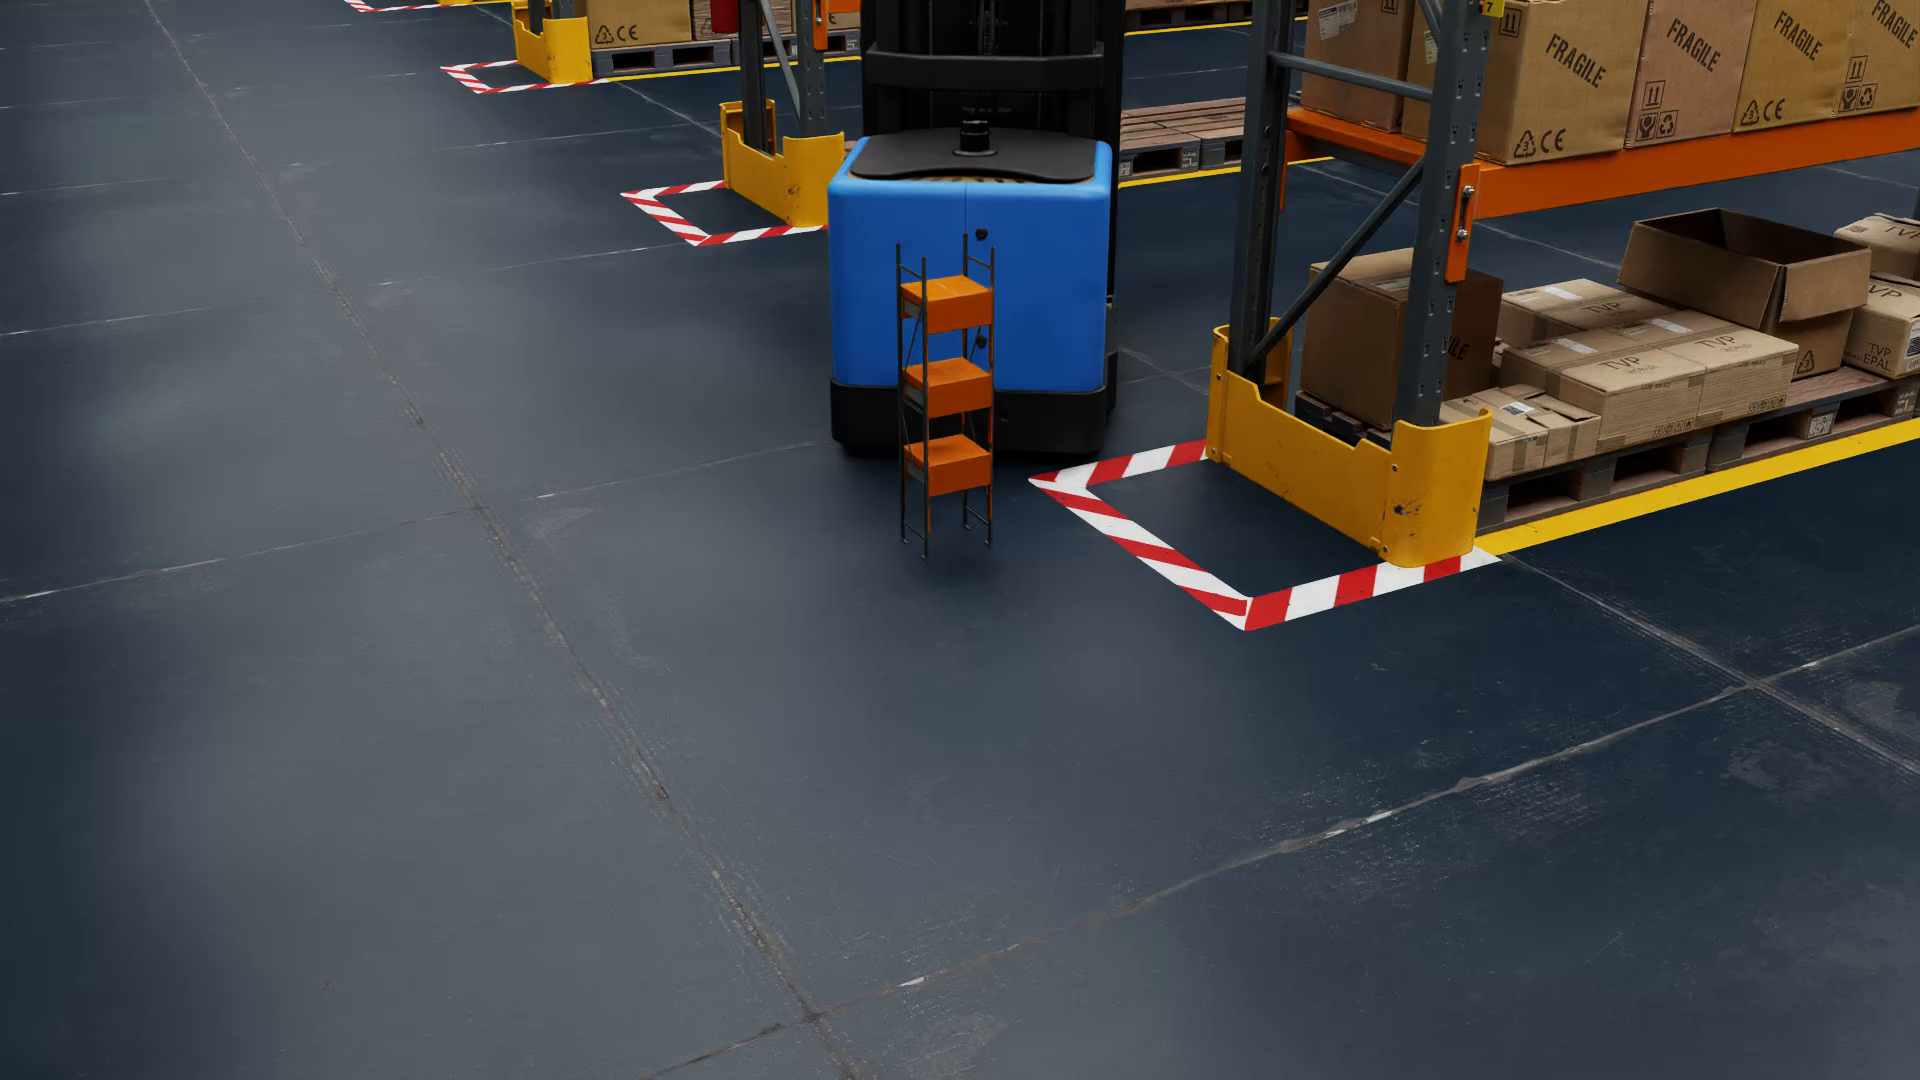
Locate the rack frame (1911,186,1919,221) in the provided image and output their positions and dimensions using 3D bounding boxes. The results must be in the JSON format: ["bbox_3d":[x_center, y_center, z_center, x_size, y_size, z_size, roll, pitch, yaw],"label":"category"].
[{"bbox_3d":[4.815,-2.305,7.085,0.127,3.000,1.000,-13,29,-25],"label":"rack frame"}]

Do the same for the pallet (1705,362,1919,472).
[{"bbox_3d":[3.131,-0.658,6.877,1.213,0.211,1.003,-13,29,-25],"label":"pallet"}]

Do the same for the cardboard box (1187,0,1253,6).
[{"bbox_3d":[2.278,-5.824,16.385,0.875,0.875,1.225,-13,29,-25],"label":"cardboard box"}]

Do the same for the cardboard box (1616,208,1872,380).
[{"bbox_3d":[3.160,-0.993,6.730,0.637,0.503,0.797,-13,29,-25],"label":"cardboard box"}]

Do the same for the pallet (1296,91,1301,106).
[{"bbox_3d":[3.188,-3.082,11.925,1.213,0.211,1.003,-13,29,-25],"label":"pallet"}]

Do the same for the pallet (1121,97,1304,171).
[{"bbox_3d":[1.857,-2.776,11.288,1.213,0.211,1.003,-13,29,-25],"label":"pallet"}]

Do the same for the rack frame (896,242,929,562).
[{"bbox_3d":[-0.155,-0.438,5.448,0.008,1.050,0.200,-13,29,-25],"label":"rack frame"}]

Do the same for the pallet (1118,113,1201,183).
[{"bbox_3d":[0.779,-2.526,10.767,1.213,0.211,1.003,-13,29,-25],"label":"pallet"}]

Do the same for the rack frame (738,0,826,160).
[{"bbox_3d":[-1.042,-3.383,9.330,0.127,3.000,1.000,-13,29,-25],"label":"rack frame"}]

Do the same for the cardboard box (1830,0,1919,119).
[{"bbox_3d":[3.140,-1.835,5.990,0.500,0.500,0.500,-13,28,-24],"label":"cardboard box"}]

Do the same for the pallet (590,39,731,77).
[{"bbox_3d":[-2.704,-4.210,14.275,1.213,0.211,1.003,-13,29,-25],"label":"pallet"}]

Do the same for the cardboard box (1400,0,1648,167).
[{"bbox_3d":[1.801,-1.525,5.346,0.500,0.500,0.500,-12,28,-24],"label":"cardboard box"}]

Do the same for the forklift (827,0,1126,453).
[{"bbox_3d":[0.157,-2.252,7.054,1.130,2.935,3.031,2,26,5],"label":"forklift"}]

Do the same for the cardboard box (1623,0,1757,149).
[{"bbox_3d":[2.254,-1.632,5.569,0.500,0.500,0.500,-13,29,-26],"label":"cardboard box"}]

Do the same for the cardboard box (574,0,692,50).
[{"bbox_3d":[-2.845,-4.667,13.974,0.875,0.875,0.875,-13,29,-25],"label":"cardboard box"}]

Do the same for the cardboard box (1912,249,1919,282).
[{"bbox_3d":[4.446,-1.152,7.064,0.500,0.500,0.500,-13,29,-25],"label":"cardboard box"}]

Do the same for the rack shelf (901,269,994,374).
[{"bbox_3d":[-0.047,-0.709,5.382,0.240,0.259,0.215,-13,29,-25],"label":"rack shelf"}]

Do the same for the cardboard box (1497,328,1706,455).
[{"bbox_3d":[2.340,-0.553,6.106,0.500,0.250,0.500,-13,29,-25],"label":"cardboard box"}]

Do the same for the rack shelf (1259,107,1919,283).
[{"bbox_3d":[3.051,-1.573,6.393,4.000,0.370,1.077,-13,29,-25],"label":"rack shelf"}]

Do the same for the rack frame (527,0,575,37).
[{"bbox_3d":[-3.372,-5.275,13.270,0.127,3.000,1.000,-13,29,-25],"label":"rack frame"}]

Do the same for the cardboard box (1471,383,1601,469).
[{"bbox_3d":[2.038,-0.416,5.917,0.250,0.166,0.380,-13,29,-25],"label":"cardboard box"}]

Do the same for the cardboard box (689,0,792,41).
[{"bbox_3d":[-2.042,-4.852,14.360,0.875,0.875,0.875,-13,29,-25],"label":"cardboard box"}]

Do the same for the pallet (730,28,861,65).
[{"bbox_3d":[-1.629,-4.457,14.789,1.213,0.211,1.003,-13,29,-25],"label":"pallet"}]

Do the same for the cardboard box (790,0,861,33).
[{"bbox_3d":[-1.257,-5.034,14.738,0.875,0.875,0.875,-13,29,-25],"label":"cardboard box"}]

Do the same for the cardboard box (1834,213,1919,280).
[{"bbox_3d":[4.343,-1.288,7.566,0.500,0.311,0.500,-13,29,-25],"label":"cardboard box"}]

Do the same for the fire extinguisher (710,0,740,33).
[{"bbox_3d":[-1.389,-3.323,9.725,0.183,0.674,0.296,-13,29,-25],"label":"fire extinguisher"}]

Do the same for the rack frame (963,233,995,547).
[{"bbox_3d":[0.060,-0.487,5.552,0.008,1.050,0.200,-13,29,-25],"label":"rack frame"}]

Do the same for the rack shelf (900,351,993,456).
[{"bbox_3d":[-0.047,-0.453,5.505,0.240,0.259,0.215,-13,29,-25],"label":"rack shelf"}]

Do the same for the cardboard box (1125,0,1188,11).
[{"bbox_3d":[1.500,-5.641,16.003,0.875,0.875,1.225,-14,29,-27],"label":"cardboard box"}]

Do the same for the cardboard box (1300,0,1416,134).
[{"bbox_3d":[1.553,-1.731,5.774,0.500,0.500,0.500,-12,28,-24],"label":"cardboard box"}]

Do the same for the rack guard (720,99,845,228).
[{"bbox_3d":[-1.057,-2.246,9.851,0.348,0.500,1.175,-13,29,-25],"label":"rack guard"}]

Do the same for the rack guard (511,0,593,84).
[{"bbox_3d":[-3.394,-4.143,13.801,0.348,0.500,1.175,-13,29,-25],"label":"rack guard"}]

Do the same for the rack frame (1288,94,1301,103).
[{"bbox_3d":[2.488,-4.198,11.027,0.127,3.000,1.000,-13,29,-25],"label":"rack frame"}]

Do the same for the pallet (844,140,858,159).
[{"bbox_3d":[-0.296,-2.279,10.253,1.213,0.211,1.003,-13,29,-25],"label":"pallet"}]

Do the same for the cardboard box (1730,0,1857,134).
[{"bbox_3d":[2.698,-1.733,5.779,0.500,0.500,0.500,-13,29,-25],"label":"cardboard box"}]

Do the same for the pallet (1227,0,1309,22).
[{"bbox_3d":[2.955,-5.515,16.993,1.213,0.211,1.003,-13,29,-25],"label":"pallet"}]

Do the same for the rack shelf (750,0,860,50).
[{"bbox_3d":[0.723,-3.466,10.334,4.000,0.370,1.077,-13,29,-25],"label":"rack shelf"}]

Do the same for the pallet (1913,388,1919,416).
[{"bbox_3d":[4.209,-0.908,7.399,1.213,0.211,1.003,-13,29,-25],"label":"pallet"}]

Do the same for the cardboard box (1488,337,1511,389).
[{"bbox_3d":[2.049,-0.664,6.434,0.250,0.166,0.380,-13,29,-25],"label":"cardboard box"}]

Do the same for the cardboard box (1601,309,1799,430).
[{"bbox_3d":[2.781,-0.655,6.318,0.500,0.250,0.500,-13,29,-25],"label":"cardboard box"}]

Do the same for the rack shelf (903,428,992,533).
[{"bbox_3d":[-0.047,-0.202,5.625,0.240,0.259,0.215,-13,29,-25],"label":"rack shelf"}]

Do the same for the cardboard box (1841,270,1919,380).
[{"bbox_3d":[3.784,-0.914,6.787,0.500,0.311,0.500,-13,29,-25],"label":"cardboard box"}]

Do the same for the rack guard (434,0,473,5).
[{"bbox_3d":[-5.550,-6.078,17.832,0.348,0.500,1.175,-13,29,-25],"label":"rack guard"}]

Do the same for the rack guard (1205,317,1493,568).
[{"bbox_3d":[1.353,-0.379,5.962,0.348,0.500,1.175,-13,29,-25],"label":"rack guard"}]

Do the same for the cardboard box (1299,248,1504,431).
[{"bbox_3d":[1.650,-0.767,6.261,0.500,0.500,0.500,-13,29,-25],"label":"cardboard box"}]

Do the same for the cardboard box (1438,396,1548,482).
[{"bbox_3d":[1.817,-0.358,5.815,0.250,0.149,0.380,-13,29,-25],"label":"cardboard box"}]

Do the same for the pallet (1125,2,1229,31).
[{"bbox_3d":[1.880,-5.268,16.479,1.213,0.211,1.003,-13,29,-25],"label":"pallet"}]

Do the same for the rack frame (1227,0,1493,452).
[{"bbox_3d":[1.286,-1.490,5.389,0.127,3.000,1.000,-13,29,-25],"label":"rack frame"}]

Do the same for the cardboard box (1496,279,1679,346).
[{"bbox_3d":[2.502,-0.836,6.694,0.500,0.250,0.500,-13,29,-25],"label":"cardboard box"}]

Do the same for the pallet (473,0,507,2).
[{"bbox_3d":[-4.817,-6.100,18.211,1.213,0.211,1.003,-13,29,-25],"label":"pallet"}]

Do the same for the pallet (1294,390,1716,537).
[{"bbox_3d":[2.056,-0.411,6.363,1.213,0.211,1.003,-13,29,-25],"label":"pallet"}]

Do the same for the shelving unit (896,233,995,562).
[{"bbox_3d":[-0.047,-0.462,5.500,0.252,1.050,0.215,-13,29,-25],"label":"shelving unit"}]

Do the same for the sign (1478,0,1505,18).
[{"bbox_3d":[1.541,-1.674,4.770,0.005,0.325,0.100,-13,29,-25],"label":"sign"}]
